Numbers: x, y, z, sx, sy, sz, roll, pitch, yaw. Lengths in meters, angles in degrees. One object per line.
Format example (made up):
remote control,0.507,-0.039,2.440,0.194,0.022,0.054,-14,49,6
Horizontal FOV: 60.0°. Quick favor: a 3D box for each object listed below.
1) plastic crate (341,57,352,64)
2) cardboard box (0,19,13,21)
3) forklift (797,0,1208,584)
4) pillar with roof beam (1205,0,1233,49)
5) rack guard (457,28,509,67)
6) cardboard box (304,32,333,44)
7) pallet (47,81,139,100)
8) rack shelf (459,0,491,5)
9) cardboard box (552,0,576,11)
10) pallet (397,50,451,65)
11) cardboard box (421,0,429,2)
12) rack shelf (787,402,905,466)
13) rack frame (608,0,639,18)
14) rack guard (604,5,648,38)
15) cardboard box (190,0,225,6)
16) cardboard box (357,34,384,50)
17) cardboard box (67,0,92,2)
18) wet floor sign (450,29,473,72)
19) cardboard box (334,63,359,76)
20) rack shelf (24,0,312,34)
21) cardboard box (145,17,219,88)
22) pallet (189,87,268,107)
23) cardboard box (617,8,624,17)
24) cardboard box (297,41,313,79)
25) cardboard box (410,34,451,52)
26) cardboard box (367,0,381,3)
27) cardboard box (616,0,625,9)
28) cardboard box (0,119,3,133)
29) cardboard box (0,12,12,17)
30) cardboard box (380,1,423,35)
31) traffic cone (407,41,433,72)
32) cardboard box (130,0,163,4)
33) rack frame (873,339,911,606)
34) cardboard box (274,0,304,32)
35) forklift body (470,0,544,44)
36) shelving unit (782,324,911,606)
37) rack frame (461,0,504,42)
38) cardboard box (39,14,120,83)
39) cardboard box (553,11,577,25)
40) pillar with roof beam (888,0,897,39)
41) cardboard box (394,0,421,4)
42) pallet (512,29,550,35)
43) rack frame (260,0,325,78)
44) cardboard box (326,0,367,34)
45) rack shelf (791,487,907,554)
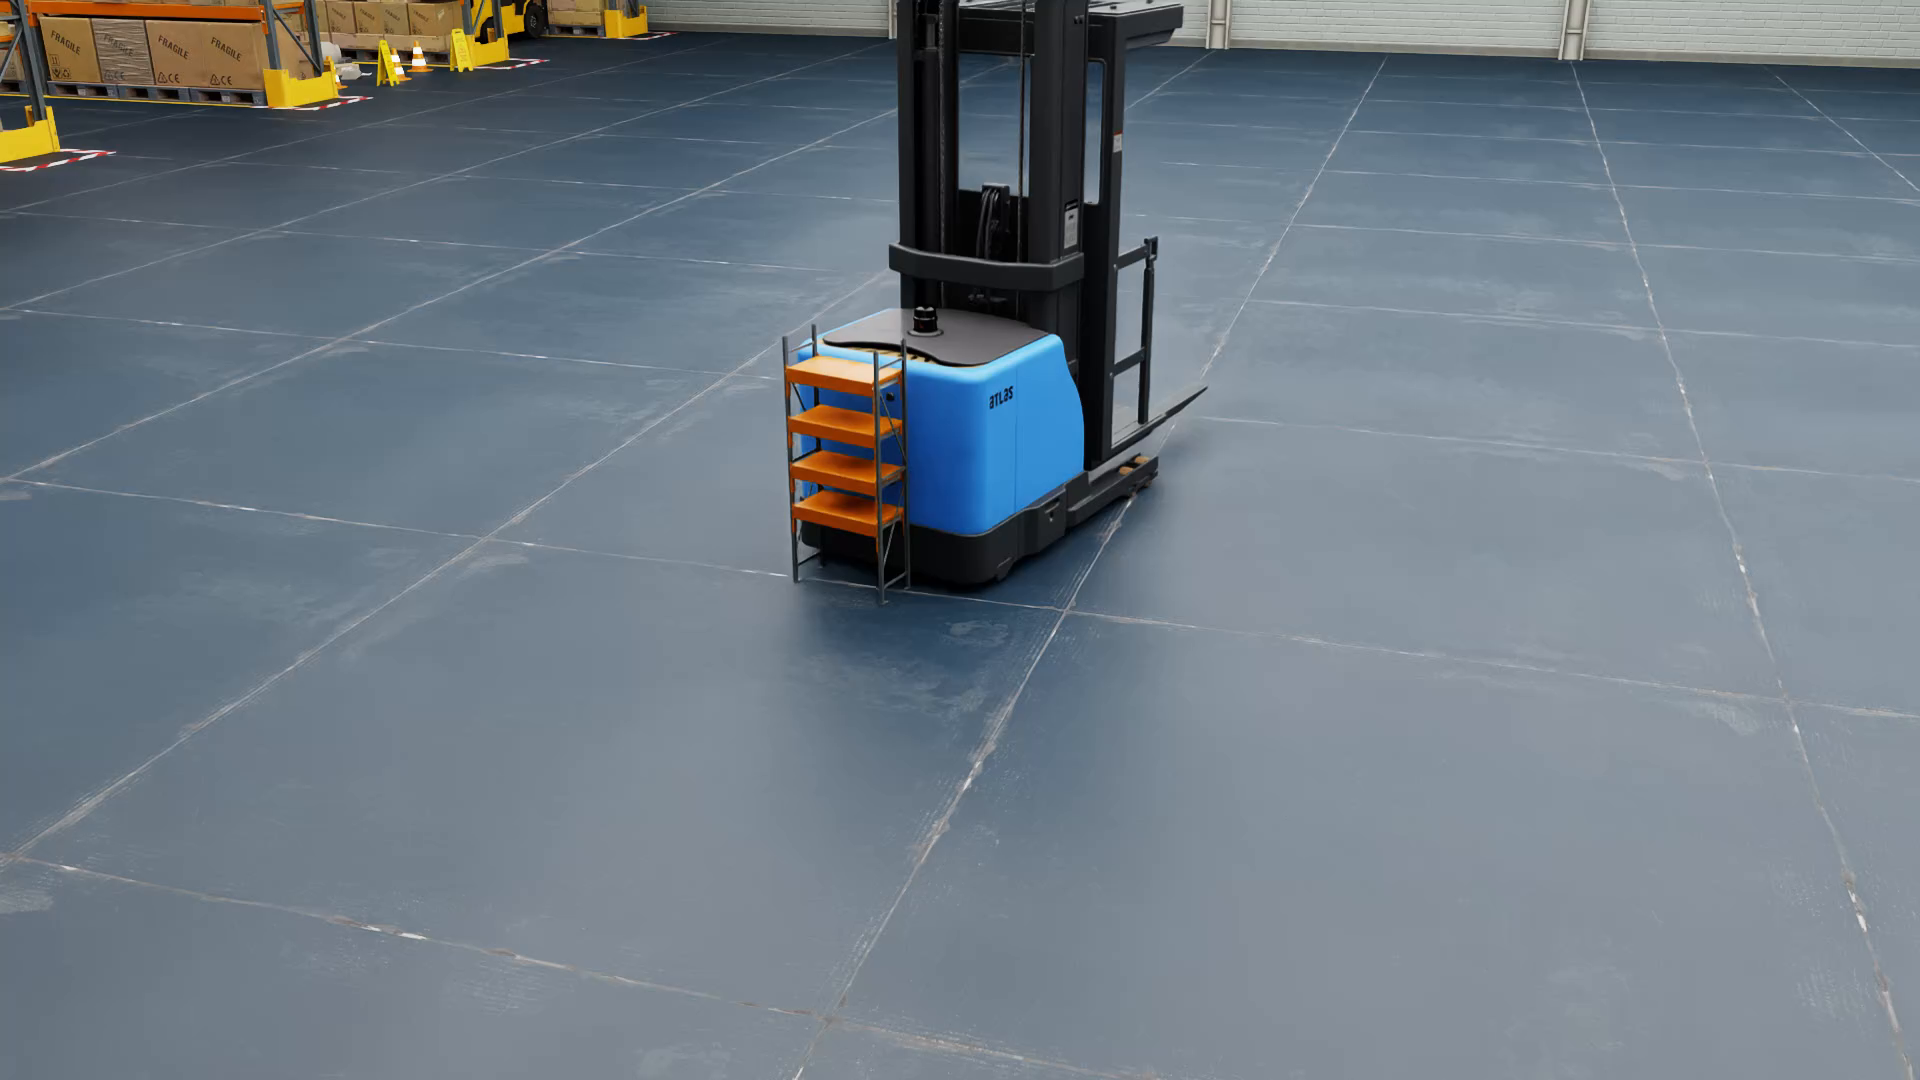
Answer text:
plastic crate,-10.442,-7.955,27.622,0.583,0.080,0.402,-1,22,-3
cardboard box,-14.584,-7.262,24.497,0.750,0.750,1.050,7,23,15
forklift,0.422,-1.664,8.529,1.130,2.935,3.031,13,26,29
pillar with roof beam,3.390,-11.441,24.368,0.400,9.000,9.100,7,23,16
rack guard,-7.951,-8.189,27.639,0.348,0.500,1.175,7,23,16
cardboard box,-10.707,-8.481,28.126,0.500,0.250,0.500,8,24,19
pallet,-12.336,-6.565,24.059,1.213,0.211,1.003,7,23,15
rack shelf,-9.793,-9.224,27.815,4.000,0.370,1.077,7,23,16
cardboard box,-7.482,-10.294,31.886,0.500,0.250,0.500,6,23,15
pallet,-8.719,-8.158,27.942,1.213,0.211,1.003,7,23,16
cardboard box,-9.096,-8.854,28.047,0.500,0.500,0.500,6,23,14
rack shelf,-0.511,-0.485,7.519,0.480,0.148,0.258,13,26,29
rack frame,-6.449,-11.141,31.542,0.127,3.000,1.000,7,23,16
rack guard,-6.426,-9.982,32.010,0.348,0.500,1.175,7,23,16
cardboard box,-10.113,-7.674,22.891,0.550,0.550,0.875,7,23,16
cardboard box,-9.727,-8.366,27.845,0.500,0.250,0.500,6,23,14
cardboard box,-12.152,-7.948,23.559,0.550,0.550,0.875,7,23,16
wet floor sign,-8.006,-7.839,26.593,0.232,0.644,0.267,16,27,34
cardboard box,-9.716,-7.428,26.246,0.380,0.149,0.250,-20,29,-39
rack shelf,-11.127,-7.414,23.404,4.000,0.370,1.077,7,23,16
cardboard box,-10.723,-6.885,23.413,0.875,0.875,0.875,6,23,15
pallet,-10.000,-6.297,23.407,1.213,0.211,1.003,7,23,15
cardboard box,-6.862,-10.188,32.289,0.500,0.250,0.500,7,23,16
cardboard box,-10.292,-7.455,25.845,0.637,0.503,0.797,-9,24,-21
cardboard box,-8.753,-8.253,27.571,0.500,0.250,0.500,6,23,15
cardboard box,-9.583,-8.974,27.485,0.250,0.149,0.380,8,23,18
cardboard box,-6.839,-10.422,32.199,0.500,0.250,0.500,7,23,16
cardboard box,-11.334,-4.849,18.943,0.500,0.500,0.500,11,25,25
cardboard box,-17.028,-9.631,30.106,0.875,0.875,0.875,7,23,16
cardboard box,-9.222,-8.656,27.564,0.500,0.500,0.500,7,23,17
traffic cone,-8.663,-7.742,26.598,0.334,0.463,0.336,7,23,16
cardboard box,-11.132,-7.824,23.257,0.500,0.550,0.875,7,23,16
rack frame,-0.303,-0.292,7.461,0.015,1.200,0.240,13,26,29
cardboard box,-11.221,-8.882,28.116,0.500,0.500,0.500,8,24,18
forklift body,-8.791,-10.294,30.594,1.214,2.155,2.313,7,23,16
shelving unit,-0.511,-0.340,7.579,0.503,1.200,0.258,13,26,29
rack frame,-7.879,-9.338,27.144,0.127,3.000,1.000,7,23,16
cardboard box,-12.459,-7.083,23.895,0.875,0.875,0.875,7,23,16
cardboard box,-7.463,-10.058,31.971,0.500,0.250,0.500,7,23,15
pillar with roof beam,-2.354,-12.099,25.971,0.400,9.000,9.100,7,23,16
cardboard box,-9.092,-8.916,27.343,0.250,0.149,0.380,7,23,17
pallet,-8.357,-10.054,32.566,1.213,0.211,1.003,7,23,15
rack frame,-9.212,-7.528,22.733,0.127,3.000,1.000,7,23,16
cardboard box,-10.210,-8.771,27.844,0.500,0.500,0.500,8,24,18
rack shelf,-0.510,-0.095,7.681,0.480,0.148,0.258,13,26,29
